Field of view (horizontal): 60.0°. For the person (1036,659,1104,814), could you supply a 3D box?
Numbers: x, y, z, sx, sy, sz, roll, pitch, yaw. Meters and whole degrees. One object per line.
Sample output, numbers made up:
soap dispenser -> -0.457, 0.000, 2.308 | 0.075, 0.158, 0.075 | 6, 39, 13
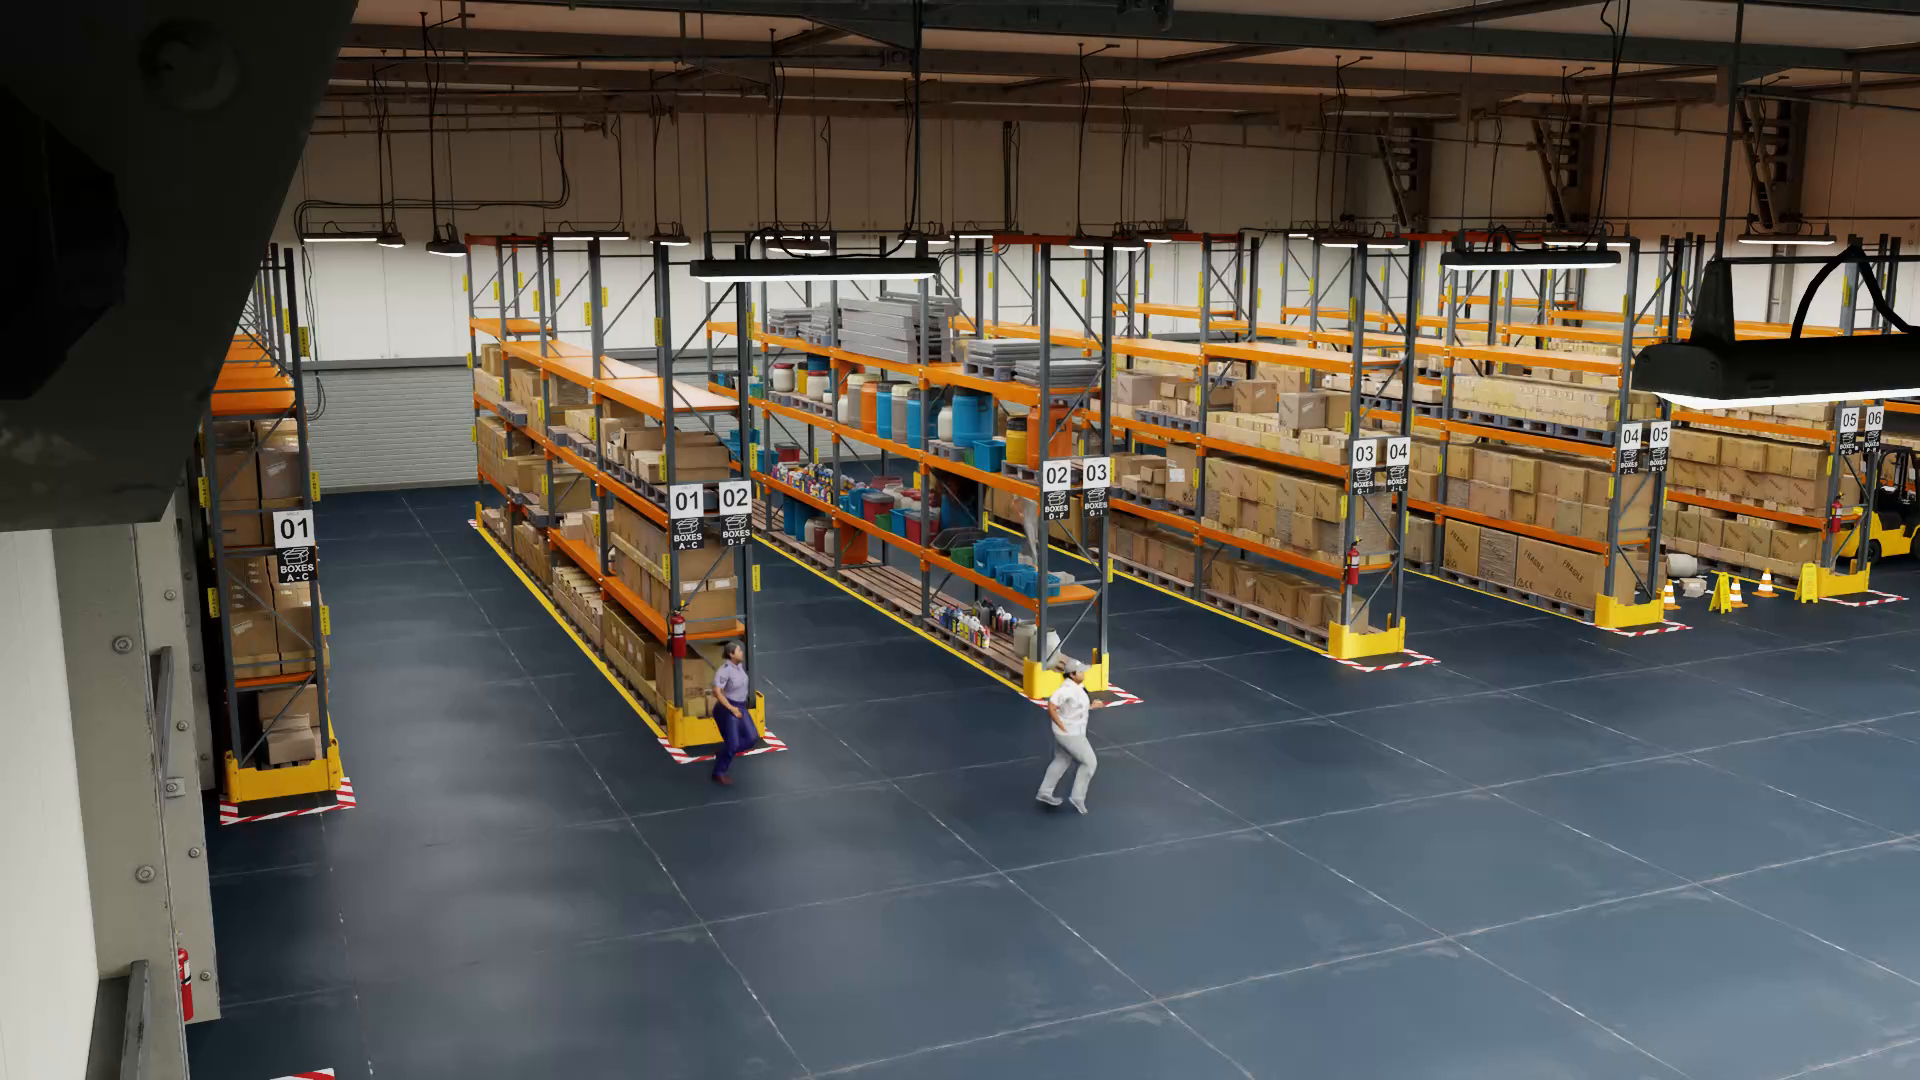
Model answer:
person -> 1.187, 2.121, 17.960 | 0.729, 1.729, 0.572 | 0, 11, 1

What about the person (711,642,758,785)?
person -> -2.568, 1.957, 18.960 | 0.513, 1.603, 0.660 | 4, 12, 20

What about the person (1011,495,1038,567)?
person -> 1.235, -0.300, 28.732 | 0.568, 1.675, 0.820 | -7, 13, -31
